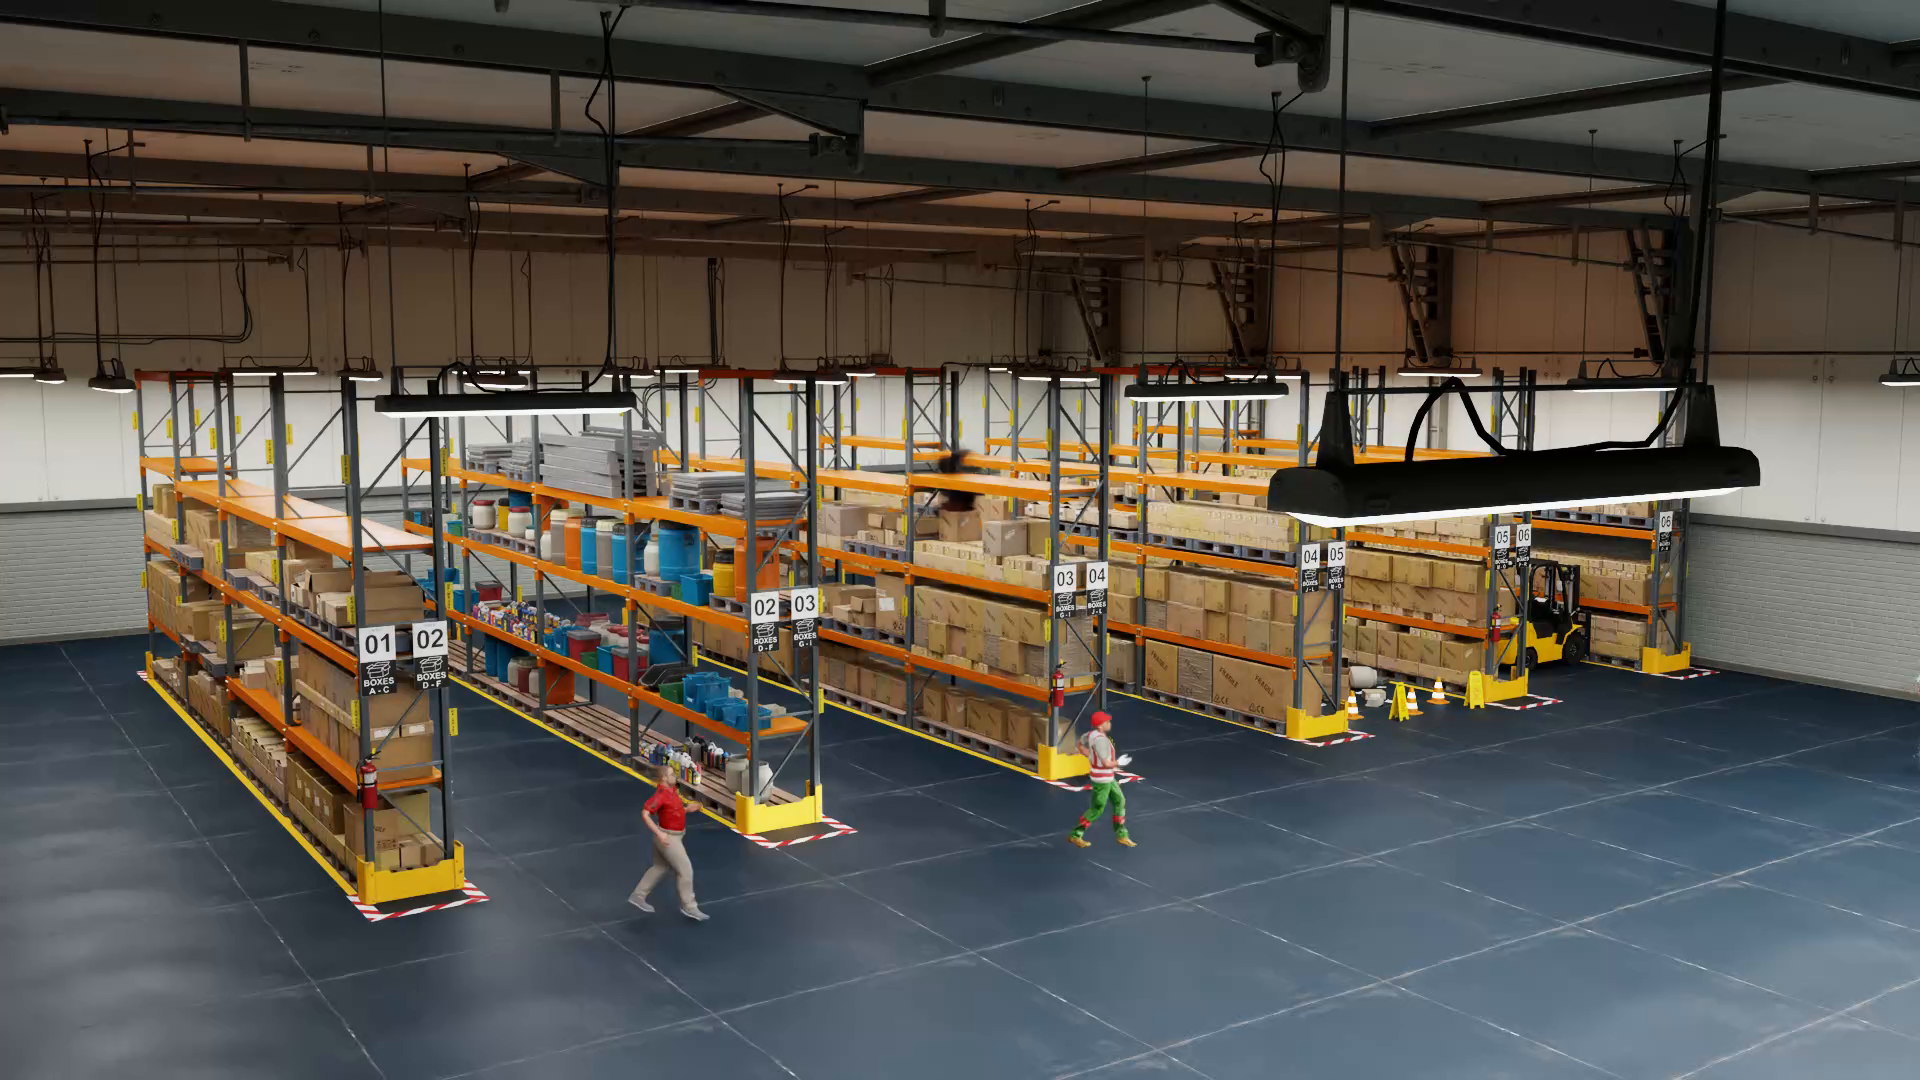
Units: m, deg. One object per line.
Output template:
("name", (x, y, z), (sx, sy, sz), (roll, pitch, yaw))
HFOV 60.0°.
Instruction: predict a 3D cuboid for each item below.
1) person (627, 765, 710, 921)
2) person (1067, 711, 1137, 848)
("person", (-3.254, 3.376, 18.542), (0.888, 1.767, 0.649), (-1, 7, -10))
("person", (1.819, 3.058, 21.172), (0.908, 1.801, 0.667), (0, 6, 0))
